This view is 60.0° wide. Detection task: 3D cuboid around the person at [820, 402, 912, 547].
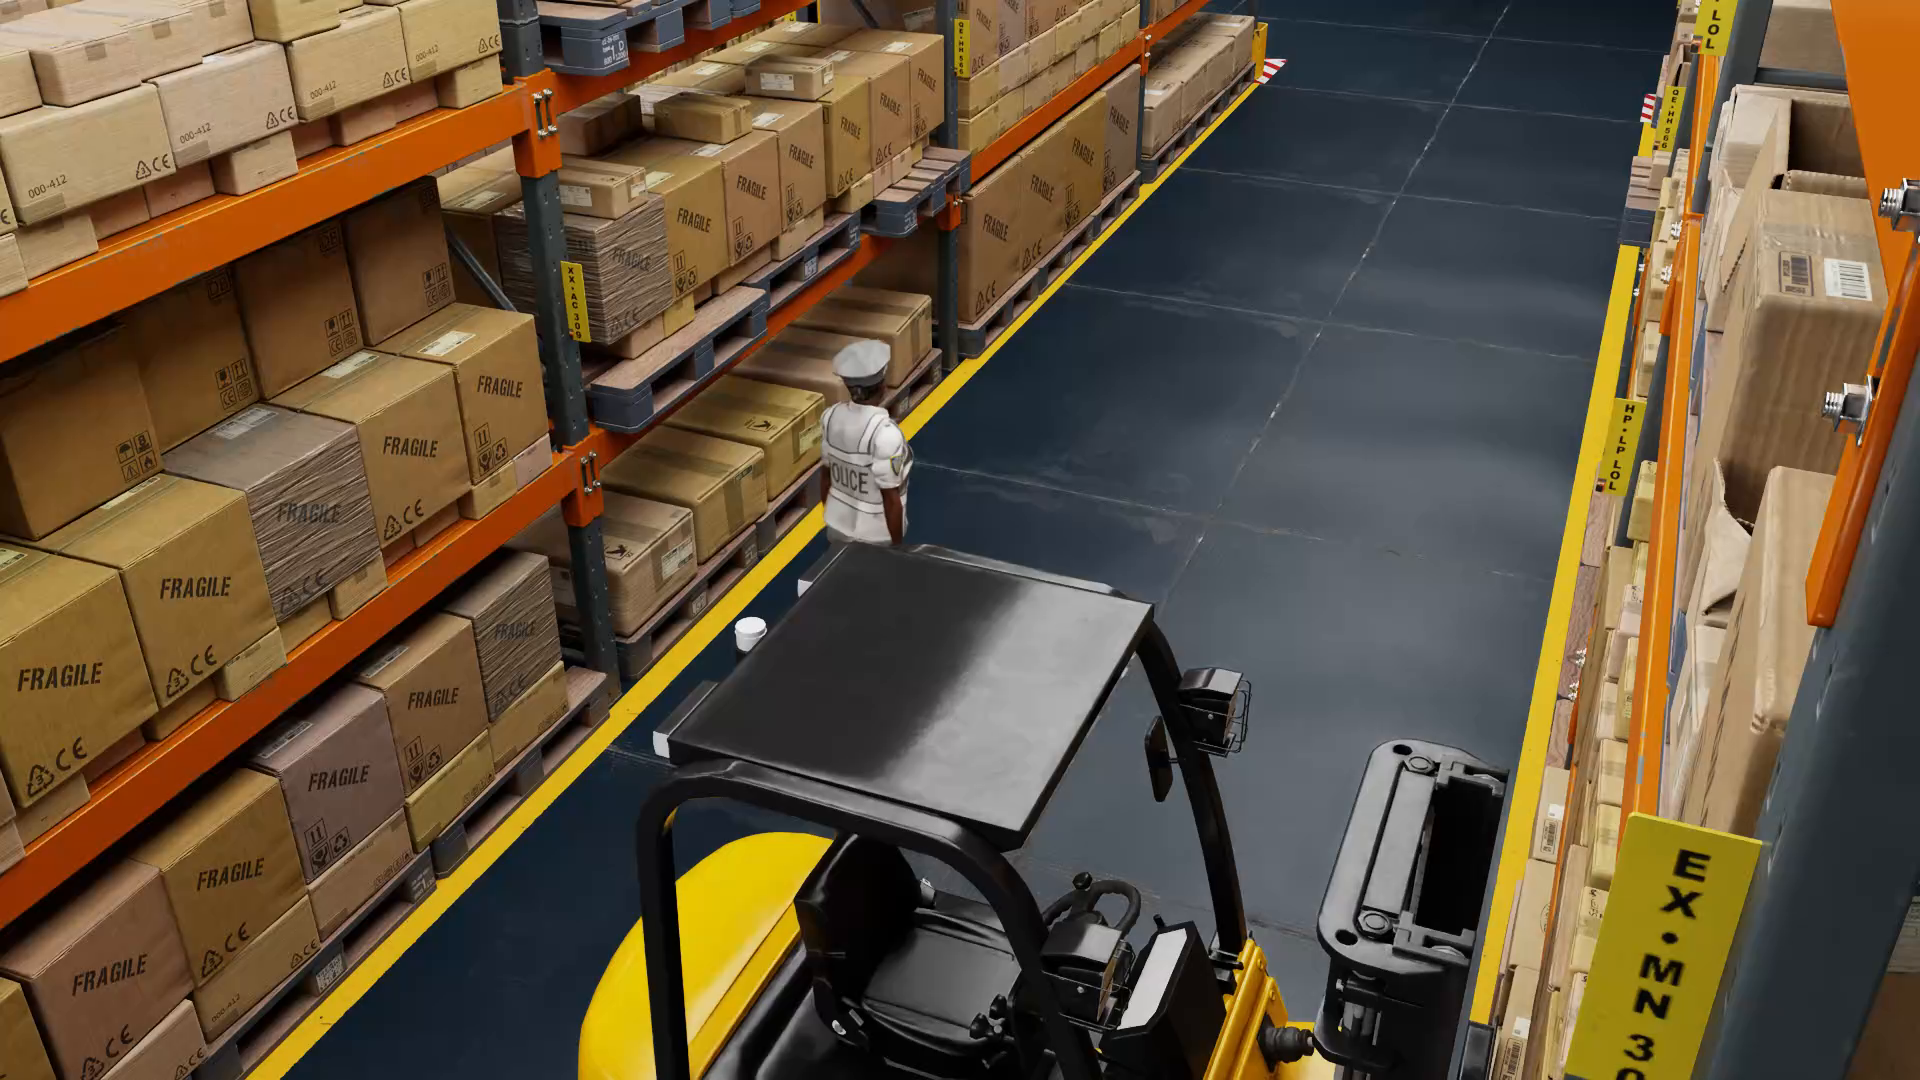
[{"bbox_3d":[-0.444,0.063,7.179,0.507,1.361,0.384,-23,37,-35],"label":"person"}]
